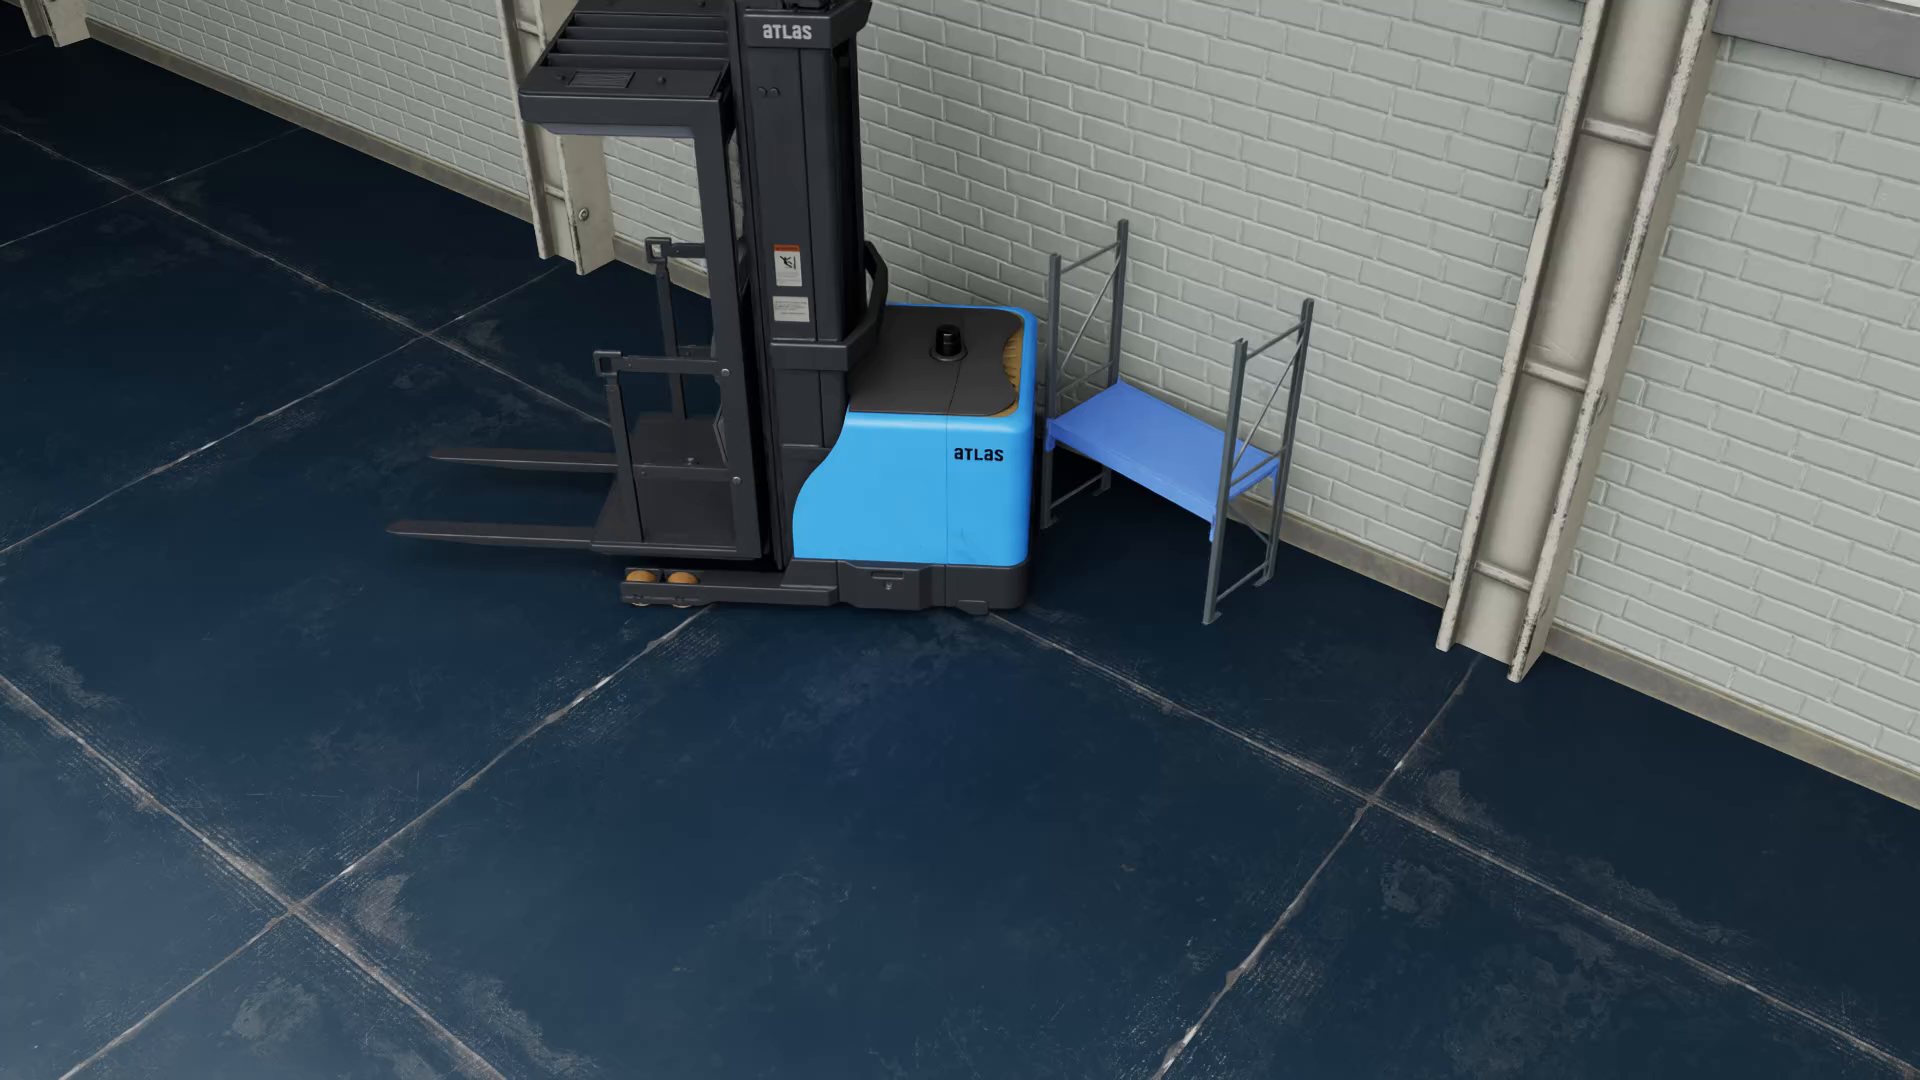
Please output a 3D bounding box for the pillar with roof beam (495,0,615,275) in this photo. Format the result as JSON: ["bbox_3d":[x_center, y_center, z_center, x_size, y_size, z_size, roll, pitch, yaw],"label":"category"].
[{"bbox_3d":[-4.990,-3.202,4.900,0.400,9.000,9.100,25,45,29],"label":"pillar with roof beam"}]

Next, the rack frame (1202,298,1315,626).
[{"bbox_3d":[1.298,-0.312,7.293,0.032,1.500,0.500,32,48,34],"label":"rack frame"}]

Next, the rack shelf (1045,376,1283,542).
[{"bbox_3d":[0.938,-0.392,7.687,1.000,0.185,0.538,32,48,34],"label":"rack shelf"}]

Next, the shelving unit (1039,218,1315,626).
[{"bbox_3d":[0.938,-0.534,7.576,1.048,1.500,0.538,32,48,34],"label":"shelving unit"}]

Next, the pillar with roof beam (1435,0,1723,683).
[{"bbox_3d":[-0.224,-0.954,2.030,0.400,9.000,9.100,25,45,29],"label":"pillar with roof beam"}]

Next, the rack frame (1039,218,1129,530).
[{"bbox_3d":[0.578,-0.755,7.858,0.032,1.500,0.500,32,48,34],"label":"rack frame"}]

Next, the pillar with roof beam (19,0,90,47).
[{"bbox_3d":[-9.756,-5.449,7.770,0.400,9.000,9.100,25,45,29],"label":"pillar with roof beam"}]

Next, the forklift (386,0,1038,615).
[{"bbox_3d":[-1.165,-1.163,7.218,3.031,2.935,1.130,2,38,3],"label":"forklift"}]
